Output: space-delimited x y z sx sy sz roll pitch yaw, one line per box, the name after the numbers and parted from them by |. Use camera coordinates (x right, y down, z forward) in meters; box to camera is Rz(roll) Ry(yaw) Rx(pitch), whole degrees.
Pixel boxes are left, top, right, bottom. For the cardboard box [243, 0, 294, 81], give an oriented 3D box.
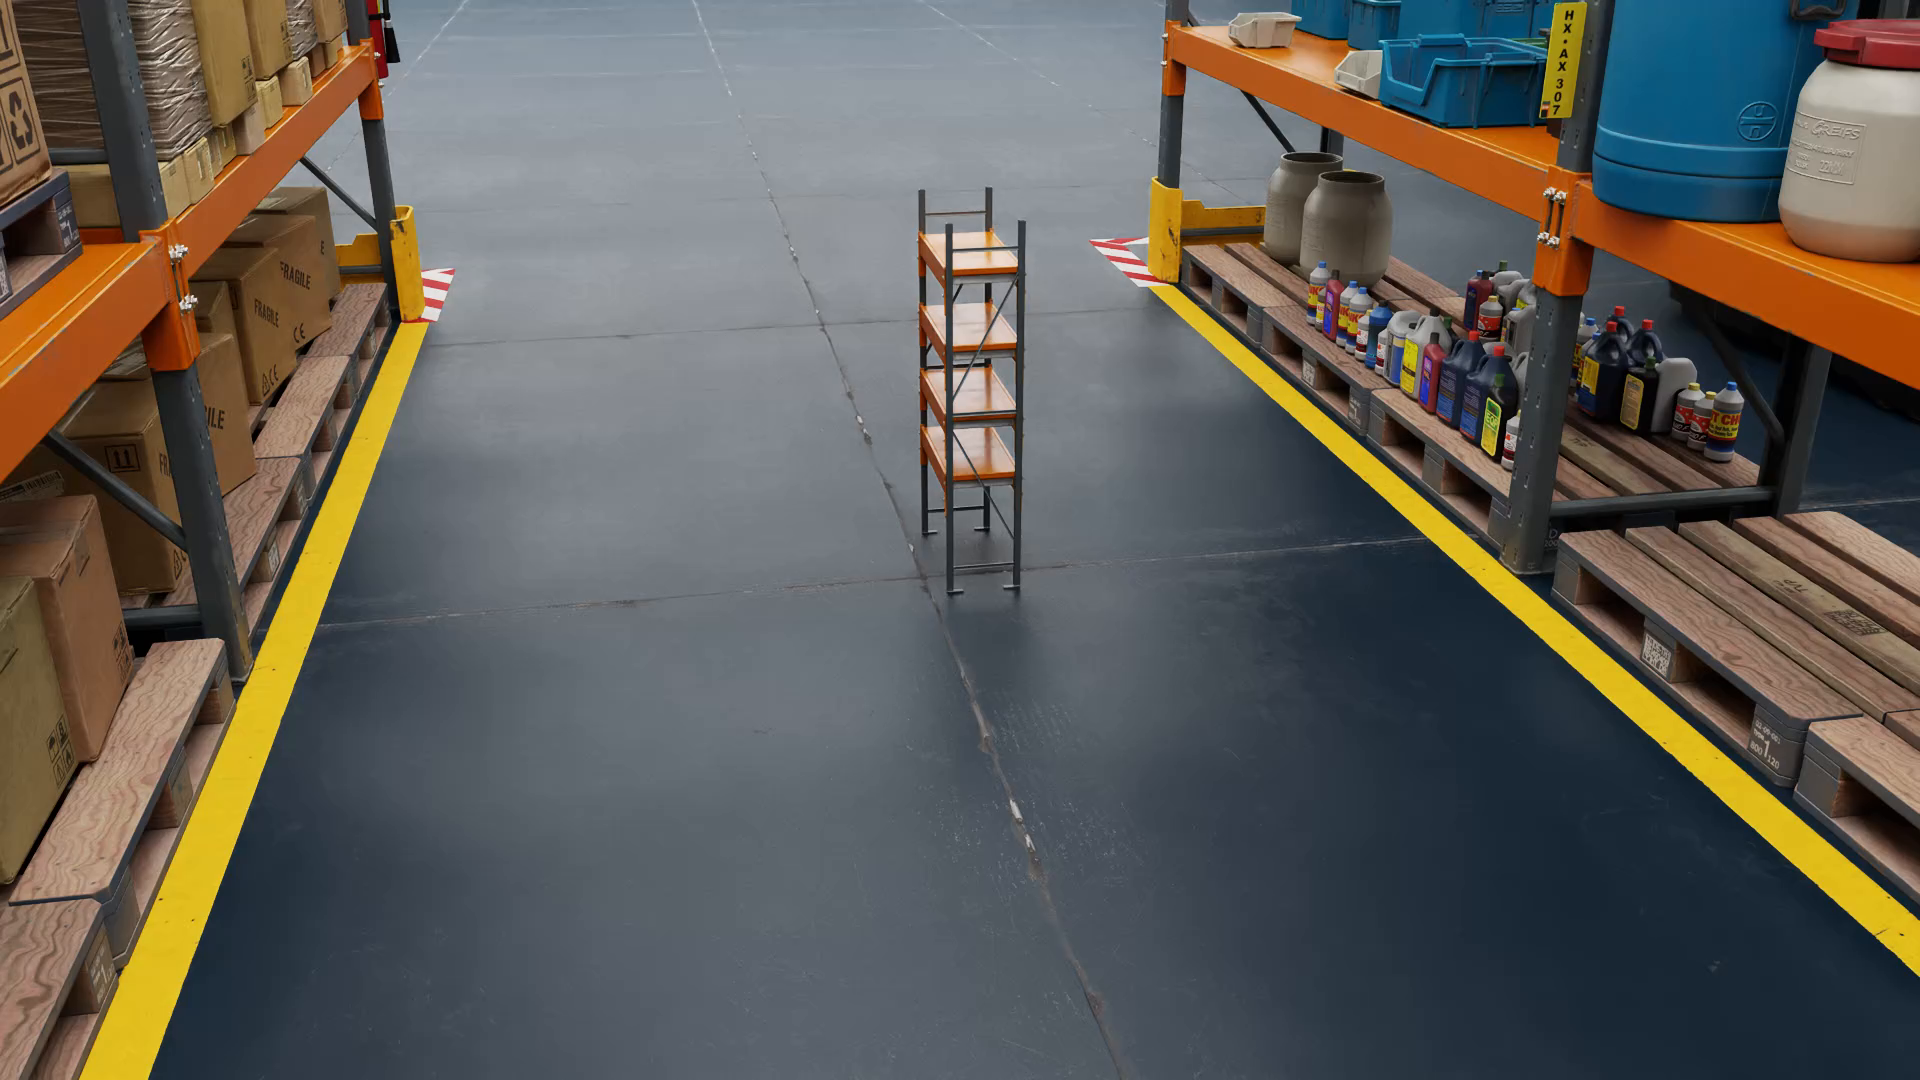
-2.884 -1.896 5.847 0.875 0.500 0.500 -4 24 -10 | cardboard box

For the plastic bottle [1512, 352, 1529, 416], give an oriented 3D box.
2.047 -0.541 6.001 0.144 0.351 0.185 -4 24 -10 | plastic bottle

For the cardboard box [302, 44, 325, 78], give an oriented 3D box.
-2.871 -2.013 6.925 0.380 0.149 0.250 -4 24 -10 | cardboard box

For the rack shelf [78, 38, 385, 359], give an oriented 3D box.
-2.930 -1.401 6.109 1.077 0.370 4.000 -4 24 -10 | rack shelf

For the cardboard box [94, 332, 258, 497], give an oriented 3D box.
-2.708 -0.376 5.462 0.500 0.500 0.500 3 24 7 | cardboard box

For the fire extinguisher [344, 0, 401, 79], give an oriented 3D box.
-2.868 -2.561 7.963 0.296 0.674 0.183 -4 24 -10 | fire extinguisher

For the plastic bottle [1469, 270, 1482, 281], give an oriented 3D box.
2.338 -1.113 7.498 0.097 0.201 0.097 0 24 0 | plastic bottle

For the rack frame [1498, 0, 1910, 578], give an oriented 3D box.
2.307 -1.311 5.003 1.000 3.000 0.127 -4 24 -10 | rack frame

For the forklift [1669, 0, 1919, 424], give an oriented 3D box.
4.399 -1.982 6.627 1.130 2.935 3.031 -5 24 -12 | forklift

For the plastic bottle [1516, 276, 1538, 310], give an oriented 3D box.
2.418 -0.961 6.963 0.144 0.351 0.185 -3 24 -8 | plastic bottle

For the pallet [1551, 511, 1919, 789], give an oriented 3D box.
2.491 0.273 4.861 1.003 0.211 1.213 -4 24 -10 | pallet

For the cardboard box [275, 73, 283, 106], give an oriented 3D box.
-2.686 -1.620 6.025 0.380 0.149 0.250 -4 24 -10 | cardboard box

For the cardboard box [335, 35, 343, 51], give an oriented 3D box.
-3.044 -2.305 7.595 0.380 0.149 0.250 -4 24 -10 | cardboard box

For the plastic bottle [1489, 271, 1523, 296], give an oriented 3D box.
2.358 -1.046 7.251 0.152 0.276 0.135 -4 24 -9 | plastic bottle

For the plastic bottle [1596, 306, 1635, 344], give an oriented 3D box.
2.531 -0.721 6.413 0.144 0.351 0.185 -5 24 -12 | plastic bottle

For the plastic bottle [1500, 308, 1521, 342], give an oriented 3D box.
2.307 -0.867 6.933 0.097 0.201 0.097 0 24 0 | plastic bottle

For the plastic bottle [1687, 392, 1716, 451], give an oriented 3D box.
2.660 -0.428 5.928 0.097 0.201 0.097 0 24 0 | plastic bottle

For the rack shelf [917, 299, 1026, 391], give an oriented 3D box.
0.031 -0.628 5.298 0.258 0.148 0.480 -4 24 -10 | rack shelf

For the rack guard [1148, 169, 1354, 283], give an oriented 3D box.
1.628 -1.712 9.045 1.175 0.500 0.348 -4 24 -10 | rack guard

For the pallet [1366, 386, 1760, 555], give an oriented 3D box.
2.224 -0.300 6.173 1.003 0.211 1.213 -4 24 -10 | pallet

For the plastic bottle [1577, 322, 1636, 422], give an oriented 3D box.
2.424 -0.636 6.218 0.144 0.351 0.185 -4 24 -10 | plastic bottle

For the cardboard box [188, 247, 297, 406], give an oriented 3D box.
-2.960 -0.837 6.518 0.500 0.500 0.500 -2 24 -5 | cardboard box

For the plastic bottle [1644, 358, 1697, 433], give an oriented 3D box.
2.593 -0.547 6.108 0.152 0.276 0.135 -3 24 -8 | plastic bottle

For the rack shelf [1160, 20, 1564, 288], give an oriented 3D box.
1.937 -1.768 6.948 1.077 0.370 4.000 -4 24 -10 | rack shelf

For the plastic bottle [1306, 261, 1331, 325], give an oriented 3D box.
1.597 -1.099 7.378 0.097 0.271 0.097 0 24 0 | plastic bottle

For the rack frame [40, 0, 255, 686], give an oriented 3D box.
-2.560 -0.944 4.164 1.000 3.000 0.127 -4 24 -10 | rack frame

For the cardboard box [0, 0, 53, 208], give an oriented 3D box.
-2.551 -1.089 3.220 1.000 1.000 1.000 -4 24 -9 | cardboard box

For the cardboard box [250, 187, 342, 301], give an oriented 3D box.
-3.201 -1.318 7.617 0.500 0.500 0.500 0 24 0 | cardboard box

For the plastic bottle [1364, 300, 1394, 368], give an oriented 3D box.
1.716 -0.845 6.797 0.097 0.271 0.097 0 24 0 | plastic bottle

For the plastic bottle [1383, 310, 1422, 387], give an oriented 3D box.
1.784 -0.763 6.602 0.152 0.276 0.135 -4 24 -9 | plastic bottle

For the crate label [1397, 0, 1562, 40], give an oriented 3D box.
2.174 -2.196 6.987 0.502 0.435 0.616 -4 24 -10 | crate label

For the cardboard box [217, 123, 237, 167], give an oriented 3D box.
-2.467 -1.229 5.130 0.380 0.149 0.250 -4 24 -10 | cardboard box

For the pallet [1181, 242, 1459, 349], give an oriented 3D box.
1.773 -1.260 8.371 1.003 0.211 1.213 -4 24 -10 | pallet

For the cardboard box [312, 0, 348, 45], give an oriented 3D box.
-3.015 -2.293 6.757 0.875 0.500 0.500 -4 24 -10 | cardboard box

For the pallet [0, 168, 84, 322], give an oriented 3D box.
-2.562 -0.545 3.489 1.003 0.211 1.213 -4 24 -10 | pallet

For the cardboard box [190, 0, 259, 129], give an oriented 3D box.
-2.641 -1.507 4.956 0.875 0.500 0.500 -4 24 -10 | cardboard box

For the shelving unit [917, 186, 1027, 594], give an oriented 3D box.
0.031 -0.485 5.361 0.258 1.200 0.503 -4 24 -10 | shelving unit

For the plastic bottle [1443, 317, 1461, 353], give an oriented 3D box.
1.906 -0.720 6.494 0.061 0.283 0.133 -4 24 -10 | plastic bottle

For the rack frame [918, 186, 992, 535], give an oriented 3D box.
-0.015 -0.581 5.581 0.240 1.200 0.015 -4 24 -10 | rack frame

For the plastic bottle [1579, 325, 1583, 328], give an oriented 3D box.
2.502 -0.765 6.701 0.097 0.201 0.097 0 24 0 | plastic bottle

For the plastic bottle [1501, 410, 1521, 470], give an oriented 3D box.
1.934 -0.350 5.749 0.097 0.201 0.097 0 24 0 | plastic bottle

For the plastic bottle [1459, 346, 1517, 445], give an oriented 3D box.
1.905 -0.530 5.976 0.144 0.351 0.185 -5 24 -11 | plastic bottle

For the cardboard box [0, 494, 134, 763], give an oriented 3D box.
-2.468 0.243 4.019 0.700 0.500 0.500 -6 24 -14 | cardboard box

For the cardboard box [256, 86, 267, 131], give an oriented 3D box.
-2.560 -1.426 5.580 0.380 0.149 0.250 -4 24 -10 | cardboard box

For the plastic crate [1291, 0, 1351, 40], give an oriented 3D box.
1.954 -2.641 8.235 0.499 0.251 0.616 -4 24 -10 | plastic crate

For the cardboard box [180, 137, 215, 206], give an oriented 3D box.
-2.338 -1.035 4.686 0.380 0.149 0.250 -4 24 -10 | cardboard box

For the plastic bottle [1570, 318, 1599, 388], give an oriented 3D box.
2.467 -0.739 6.555 0.097 0.271 0.097 0 24 0 | plastic bottle

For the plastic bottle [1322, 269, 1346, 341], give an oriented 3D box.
1.621 -1.014 7.169 0.061 0.283 0.133 -4 24 -9 | plastic bottle

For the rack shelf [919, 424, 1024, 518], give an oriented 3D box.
0.031 -0.241 5.467 0.258 0.148 0.480 -4 24 -10 | rack shelf

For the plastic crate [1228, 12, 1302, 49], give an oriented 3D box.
1.417 -2.387 7.798 0.298 0.136 0.250 -4 24 -10 | plastic crate

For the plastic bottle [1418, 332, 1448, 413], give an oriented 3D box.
1.798 -0.636 6.302 0.061 0.283 0.133 -3 24 -6 | plastic bottle

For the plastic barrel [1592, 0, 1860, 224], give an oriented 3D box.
2.081 -1.366 4.504 0.600 0.901 0.708 -4 24 -10 | plastic barrel

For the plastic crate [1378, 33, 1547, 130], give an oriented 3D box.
1.836 -1.658 5.984 0.499 0.251 0.616 -4 24 -10 | plastic crate

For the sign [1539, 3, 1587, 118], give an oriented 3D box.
1.765 -1.401 4.864 0.100 0.325 0.005 -4 24 -10 | sign

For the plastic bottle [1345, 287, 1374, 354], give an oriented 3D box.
1.679 -0.925 6.979 0.097 0.271 0.097 0 24 0 | plastic bottle

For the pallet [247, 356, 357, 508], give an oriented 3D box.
-2.948 -0.409 6.422 1.003 0.211 1.213 -4 24 -10 | pallet

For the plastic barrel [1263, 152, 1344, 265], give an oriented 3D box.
1.764 -1.683 8.440 0.421 0.512 0.421 0 24 0 | plastic barrel
